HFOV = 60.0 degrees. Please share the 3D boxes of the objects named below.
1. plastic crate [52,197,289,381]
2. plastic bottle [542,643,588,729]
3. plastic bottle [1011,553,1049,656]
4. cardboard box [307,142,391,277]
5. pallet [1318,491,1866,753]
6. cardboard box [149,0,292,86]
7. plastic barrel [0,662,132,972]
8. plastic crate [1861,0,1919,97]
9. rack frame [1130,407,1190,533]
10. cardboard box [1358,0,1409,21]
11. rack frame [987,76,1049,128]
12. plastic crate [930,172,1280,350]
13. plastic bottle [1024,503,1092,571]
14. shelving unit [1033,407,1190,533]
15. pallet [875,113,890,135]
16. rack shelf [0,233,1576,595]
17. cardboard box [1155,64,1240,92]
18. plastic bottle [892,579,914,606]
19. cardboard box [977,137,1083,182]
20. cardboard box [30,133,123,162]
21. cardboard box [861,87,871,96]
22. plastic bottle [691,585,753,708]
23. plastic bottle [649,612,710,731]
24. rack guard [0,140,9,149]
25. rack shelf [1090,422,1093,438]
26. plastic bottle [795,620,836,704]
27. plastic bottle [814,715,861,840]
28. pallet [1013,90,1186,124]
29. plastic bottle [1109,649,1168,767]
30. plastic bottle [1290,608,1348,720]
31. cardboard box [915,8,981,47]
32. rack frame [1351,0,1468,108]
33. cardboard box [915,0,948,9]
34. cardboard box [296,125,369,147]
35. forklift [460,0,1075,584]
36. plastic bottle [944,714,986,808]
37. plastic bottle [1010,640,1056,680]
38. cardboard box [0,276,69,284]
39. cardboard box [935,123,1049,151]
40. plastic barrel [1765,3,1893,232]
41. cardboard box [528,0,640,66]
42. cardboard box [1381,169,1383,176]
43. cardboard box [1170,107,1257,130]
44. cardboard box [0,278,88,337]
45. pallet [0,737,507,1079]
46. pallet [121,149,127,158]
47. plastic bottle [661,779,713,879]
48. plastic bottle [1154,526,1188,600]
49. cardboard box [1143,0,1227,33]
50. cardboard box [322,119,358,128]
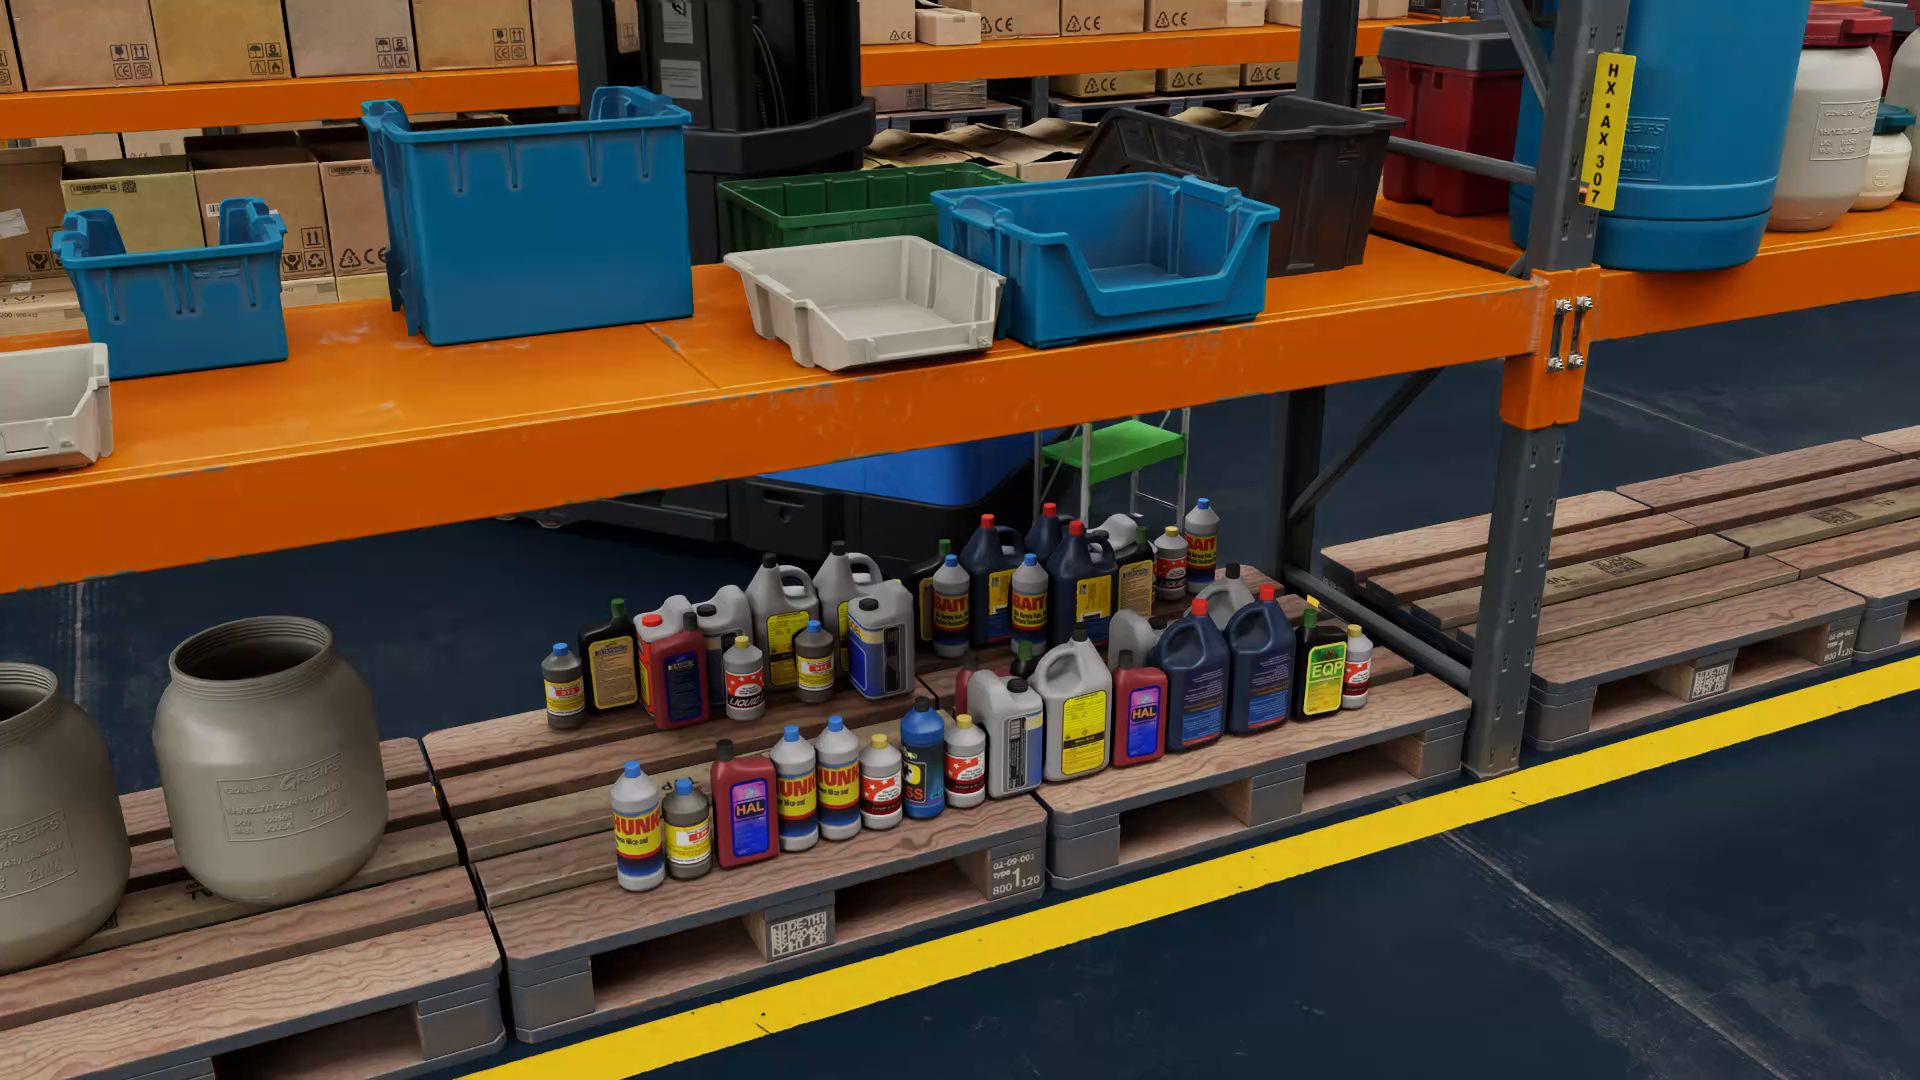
[{"bbox_3d":[-1.524,-0.507,3.248,0.408,0.251,0.499,-10,25,-24],"label":"plastic crate"},{"bbox_3d":[-0.968,0.350,4.067,0.097,0.201,0.097,0,22,0],"label":"plastic bottle"},{"bbox_3d":[0.186,0.166,4.419,0.097,0.271,0.097,0,22,0],"label":"plastic bottle"},{"bbox_3d":[-2.646,-1.522,7.571,0.500,0.500,0.500,-10,25,-24],"label":"cardboard box"},{"bbox_3d":[1.862,0.197,4.998,1.213,0.211,1.003,-10,25,-24],"label":"pallet"},{"bbox_3d":[-3.231,-2.280,7.206,0.500,0.500,0.700,-10,25,-23],"label":"cardboard box"},{"bbox_3d":[-1.873,0.536,3.238,0.421,0.512,0.421,0,22,0],"label":"plastic barrel"},{"bbox_3d":[3.187,-1.478,5.316,0.583,0.464,0.402,-10,25,-24],"label":"plastic crate"},{"bbox_3d":[0.695,-0.614,5.666,0.015,1.200,0.240,-19,29,-38],"label":"rack frame"},{"bbox_3d":[2.284,-3.232,9.754,0.500,0.311,0.500,-9,24,-20],"label":"cardboard box"},{"bbox_3d":[0.479,-5.025,13.969,0.127,3.000,1.000,-10,25,-24],"label":"rack frame"},{"bbox_3d":[0.292,-0.602,3.477,0.616,0.251,0.499,-10,25,-24],"label":"plastic crate"},{"bbox_3d":[0.264,0.064,4.562,0.185,0.351,0.144,-10,24,-22],"label":"plastic bottle"},{"bbox_3d":[0.514,-0.552,5.514,0.503,1.200,0.258,-19,29,-38],"label":"shelving unit"},{"bbox_3d":[-1.324,-3.407,13.705,1.213,0.211,1.003,-10,25,-24],"label":"pallet"},{"bbox_3d":[-0.631,-0.284,3.454,4.000,0.370,1.077,-10,25,-24],"label":"rack shelf"},{"bbox_3d":[1.990,-4.446,14.831,0.750,0.750,0.750,-11,25,-24],"label":"cardboard box"},{"bbox_3d":[-0.172,0.203,4.421,0.097,0.201,0.097,0,22,0],"label":"plastic bottle"},{"bbox_3d":[0.426,-1.988,8.944,0.500,0.311,0.500,-11,25,-25],"label":"cardboard box"},{"bbox_3d":[-6.067,-2.743,11.395,0.500,0.311,0.500,-14,26,-30],"label":"cardboard box"},{"bbox_3d":[-1.098,-3.799,13.698,0.500,0.500,0.700,-11,25,-24],"label":"cardboard box"},{"bbox_3d":[-0.604,0.260,4.186,0.135,0.276,0.152,-11,25,-25],"label":"plastic bottle"},{"bbox_3d":[-0.683,0.316,4.041,0.133,0.283,0.061,-10,25,-24],"label":"plastic bottle"},{"bbox_3d":[-6.661,-2.556,11.271,0.348,0.500,1.175,-10,25,-24],"label":"rack guard"},{"bbox_3d":[0.514,-0.493,5.539,0.480,0.148,0.258,-19,29,-38],"label":"rack shelf"},{"bbox_3d":[-0.365,0.300,4.187,0.097,0.201,0.097,0,22,0],"label":"plastic bottle"},{"bbox_3d":[-0.265,0.506,3.597,0.097,0.271,0.097,0,22,0],"label":"plastic bottle"},{"bbox_3d":[1.222,-3.842,14.755,1.213,0.211,1.003,-10,25,-24],"label":"pallet"},{"bbox_3d":[0.414,0.383,3.878,0.133,0.283,0.061,-9,24,-20],"label":"plastic bottle"},{"bbox_3d":[0.881,0.298,4.086,0.133,0.283,0.061,-9,24,-21],"label":"plastic bottle"},{"bbox_3d":[-0.087,-2.616,8.476,0.250,0.149,0.380,-10,25,-24],"label":"cardboard box"},{"bbox_3d":[2.630,-3.319,9.846,0.127,3.000,1.000,-10,25,-24],"label":"rack frame"},{"bbox_3d":[-0.261,-2.802,8.774,0.258,0.266,0.396,-11,25,-25],"label":"cardboard box"},{"bbox_3d":[-2.878,-1.707,8.017,0.500,0.500,0.500,-10,25,-24],"label":"cardboard box"},{"bbox_3d":[-1.152,-1.566,5.702,3.031,2.935,1.130,9,24,21],"label":"forklift"},{"bbox_3d":[0.009,0.488,3.732,0.097,0.201,0.097,0,22,0],"label":"plastic bottle"},{"bbox_3d":[0.184,0.365,3.924,0.133,0.283,0.061,-10,25,-24],"label":"plastic bottle"},{"bbox_3d":[-4.223,-1.106,7.547,0.500,0.250,0.500,-10,25,-24],"label":"cardboard box"},{"bbox_3d":[0.184,-2.175,9.394,0.500,0.311,0.500,-11,25,-24],"label":"cardboard box"},{"bbox_3d":[2.128,-1.094,4.293,0.433,0.535,0.433,0,22,0],"label":"plastic barrel"},{"bbox_3d":[-1.843,-2.536,7.824,0.500,0.500,0.700,-11,25,-24],"label":"cardboard box"},{"bbox_3d":[2.265,-2.330,9.769,0.500,0.311,0.500,-10,24,-22],"label":"cardboard box"},{"bbox_3d":[1.561,-2.426,10.001,0.500,0.311,0.500,-11,25,-25],"label":"cardboard box"},{"bbox_3d":[-3.998,-0.928,7.115,0.500,0.250,0.500,-10,25,-24],"label":"cardboard box"},{"bbox_3d":[-1.651,0.842,3.439,1.213,0.211,1.003,-10,25,-24],"label":"pallet"},{"bbox_3d":[-5.914,-2.545,11.623,1.213,0.211,1.003,-10,25,-24],"label":"pallet"},{"bbox_3d":[-0.571,0.595,3.474,0.097,0.201,0.097,0,22,0],"label":"plastic bottle"},{"bbox_3d":[0.602,0.061,4.765,0.097,0.201,0.097,0,22,0],"label":"plastic bottle"},{"bbox_3d":[1.126,-3.081,9.141,0.500,0.500,0.500,-12,25,-26],"label":"cardboard box"},{"bbox_3d":[-4.575,-2.990,12.203,0.250,0.149,0.380,-13,26,-28],"label":"cardboard box"}]
